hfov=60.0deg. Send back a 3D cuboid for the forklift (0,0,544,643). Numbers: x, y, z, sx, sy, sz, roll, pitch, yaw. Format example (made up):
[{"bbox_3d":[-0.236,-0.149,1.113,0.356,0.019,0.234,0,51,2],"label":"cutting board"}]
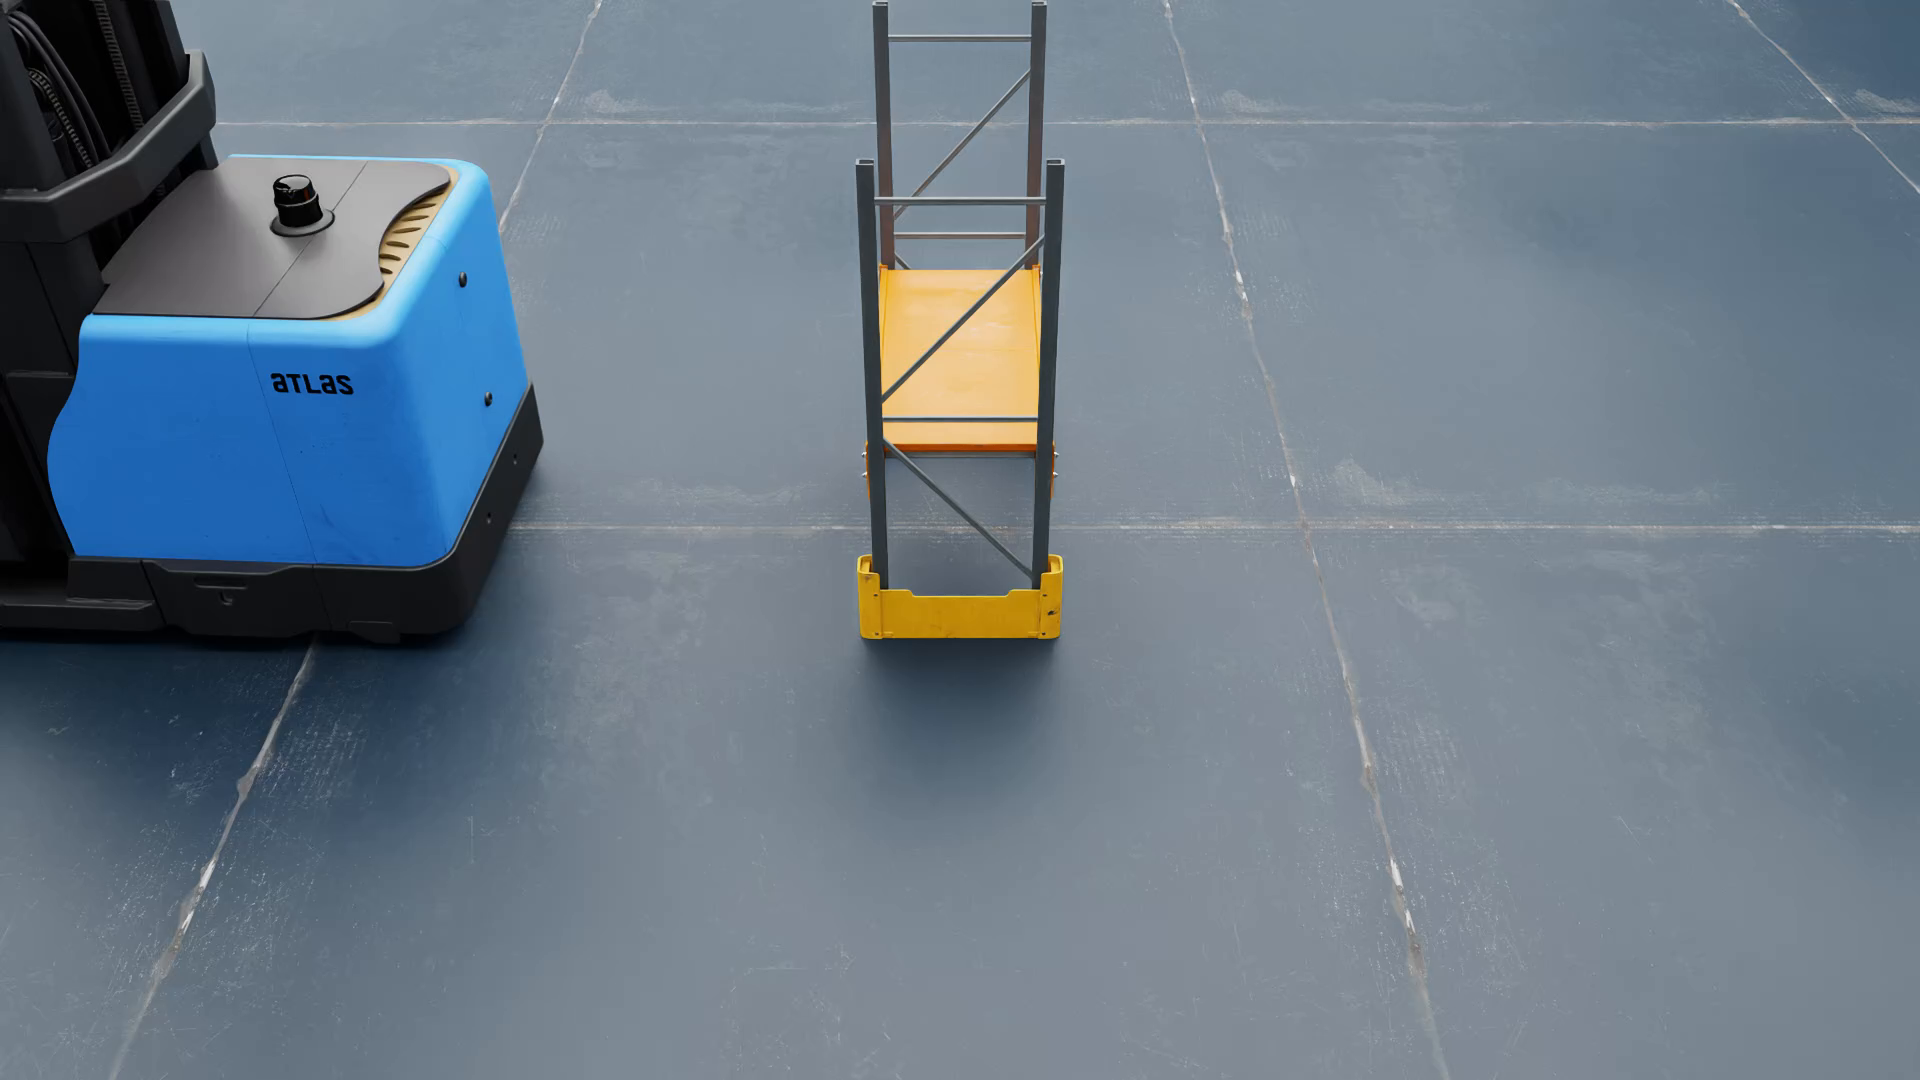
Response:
[{"bbox_3d":[-2.921,-1.191,4.392,3.031,2.935,1.130,2,39,2],"label":"forklift"}]

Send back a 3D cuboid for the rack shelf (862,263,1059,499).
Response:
[{"bbox_3d":[0.000,-0.498,4.960,0.538,0.185,1.000,0,39,0],"label":"rack shelf"}]

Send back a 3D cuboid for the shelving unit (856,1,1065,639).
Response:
[{"bbox_3d":[0.000,-0.633,4.840,0.587,1.500,1.083,0,39,0],"label":"shelving unit"}]

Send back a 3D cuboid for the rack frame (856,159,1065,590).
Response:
[{"bbox_3d":[0.000,-0.321,4.451,0.500,1.500,0.032,0,39,0],"label":"rack frame"}]

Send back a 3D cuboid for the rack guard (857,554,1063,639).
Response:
[{"bbox_3d":[0.000,0.166,4.843,0.587,0.250,0.087,0,39,0],"label":"rack guard"}]

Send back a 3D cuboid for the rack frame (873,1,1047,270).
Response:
[{"bbox_3d":[-0.001,-0.956,5.244,0.500,1.500,0.032,0,39,0],"label":"rack frame"}]
